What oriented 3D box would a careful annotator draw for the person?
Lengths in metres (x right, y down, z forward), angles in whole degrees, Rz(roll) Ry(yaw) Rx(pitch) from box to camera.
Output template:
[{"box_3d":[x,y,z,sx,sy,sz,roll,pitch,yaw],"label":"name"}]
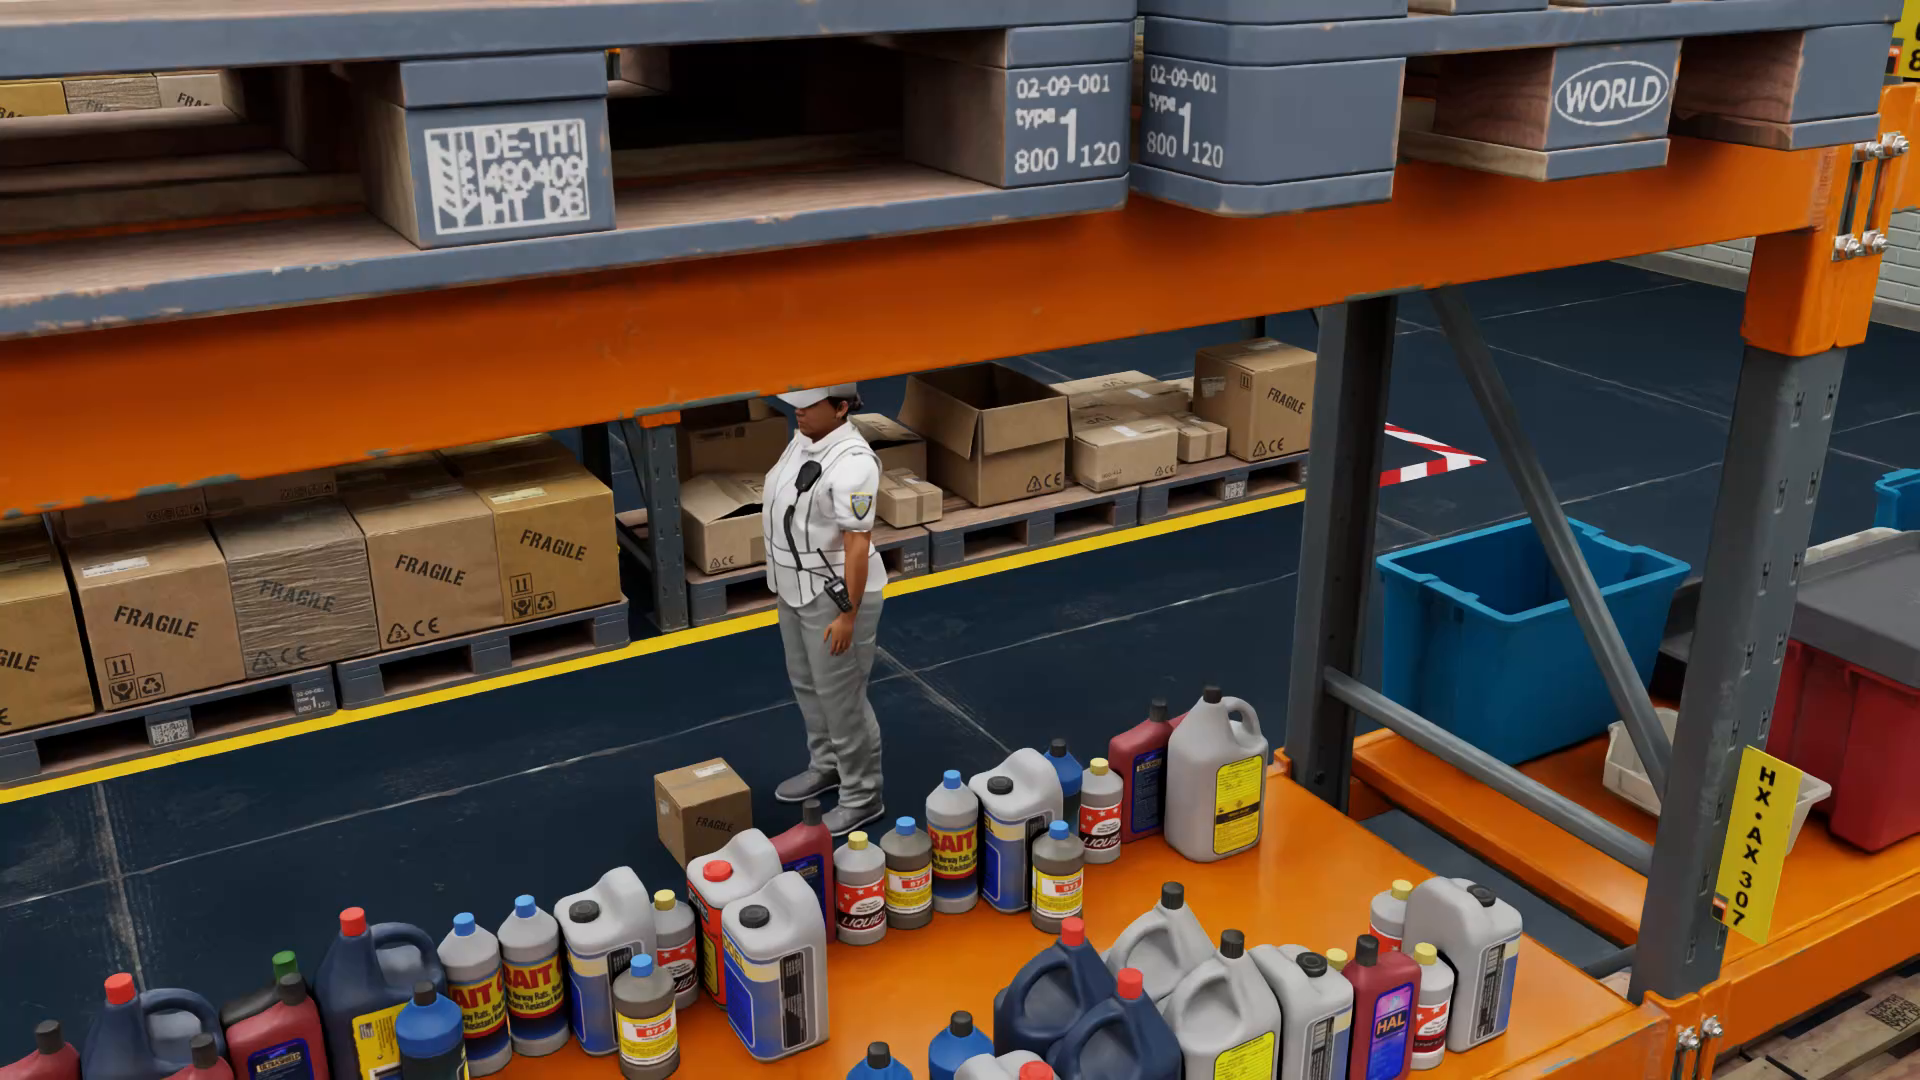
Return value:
[{"box_3d":[-0.456,0.193,5.609,0.386,1.664,0.467,-12,25,-27],"label":"person"}]
